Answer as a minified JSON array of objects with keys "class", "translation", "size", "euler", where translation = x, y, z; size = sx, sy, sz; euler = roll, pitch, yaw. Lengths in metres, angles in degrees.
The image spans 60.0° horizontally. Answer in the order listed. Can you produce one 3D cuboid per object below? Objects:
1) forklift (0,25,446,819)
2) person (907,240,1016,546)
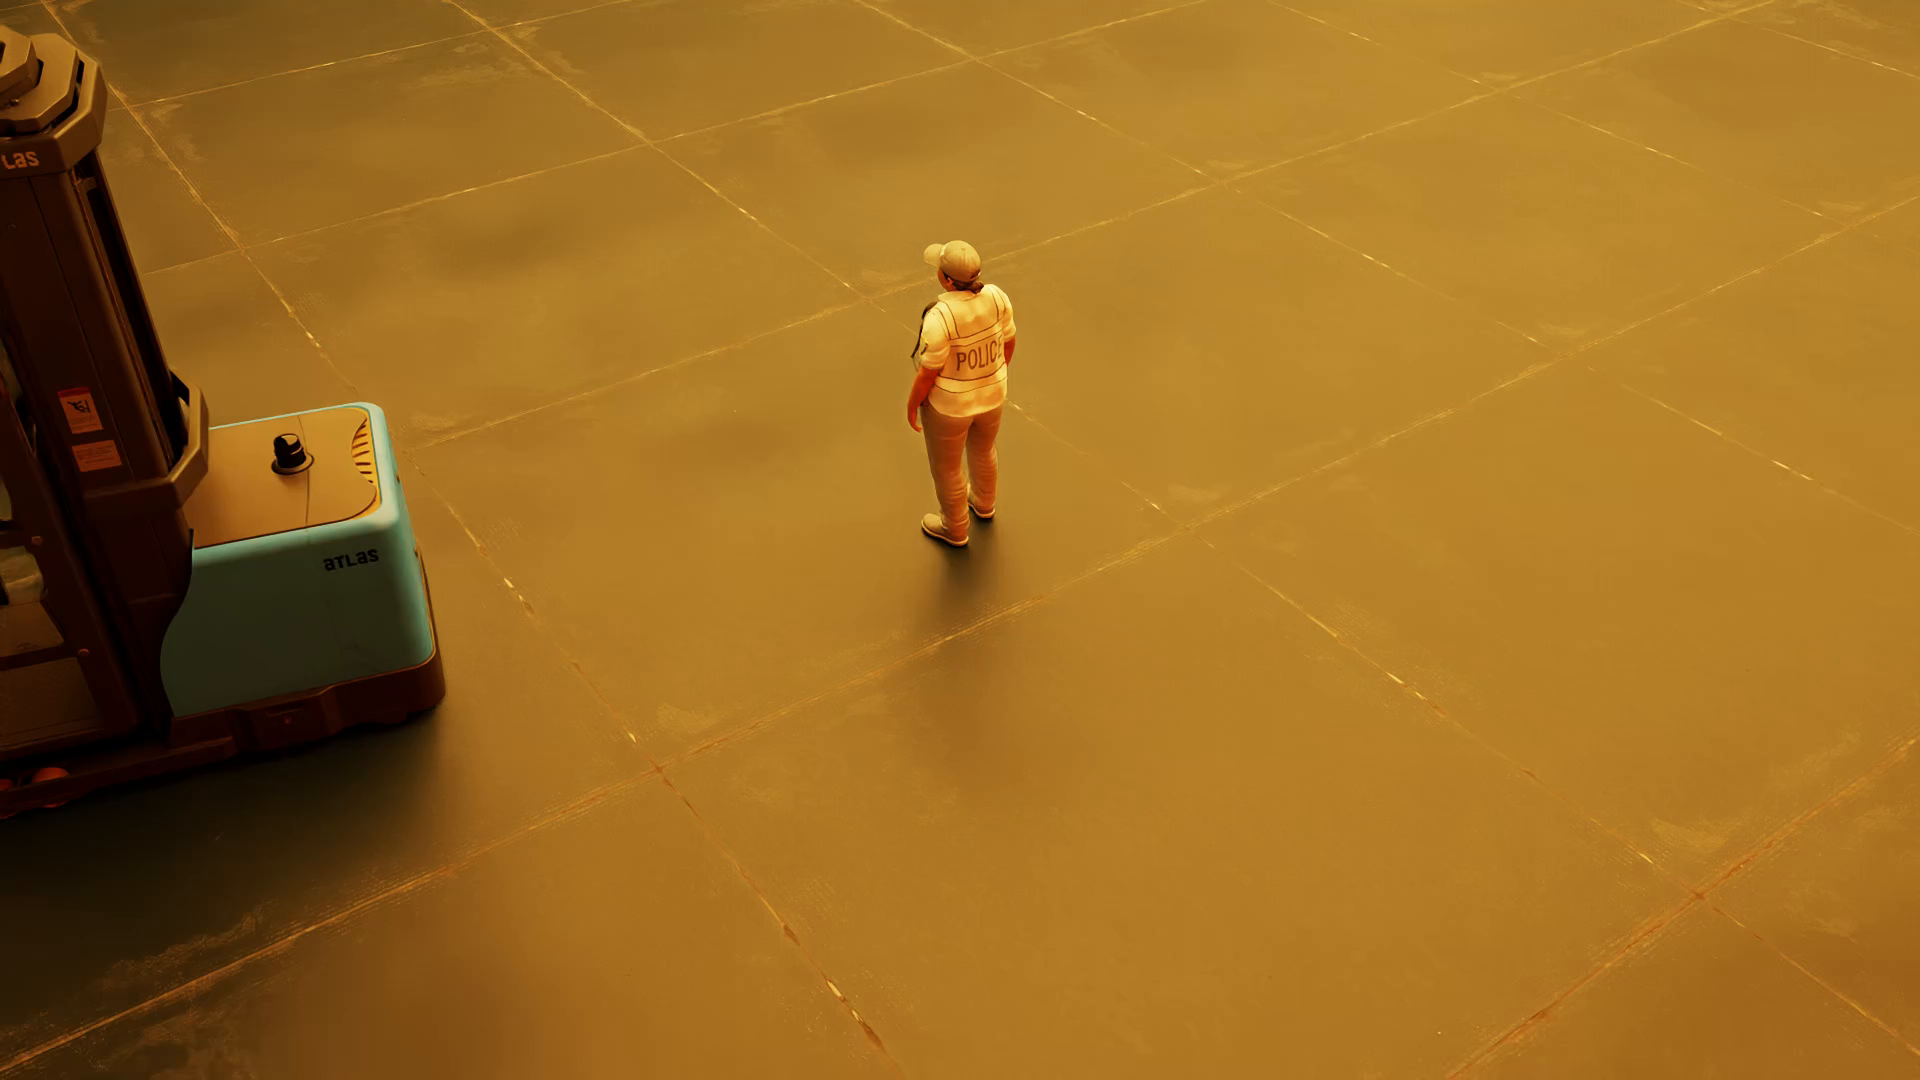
[{"class":"forklift","translation":[-3.853,-0.385,6.466],"size":[3.031,2.935,1.130],"euler":[-12,38,-16]},{"class":"person","translation":[-0.026,-0.722,7.970],"size":[0.598,1.670,0.529],"euler":[-23,42,-28]}]
